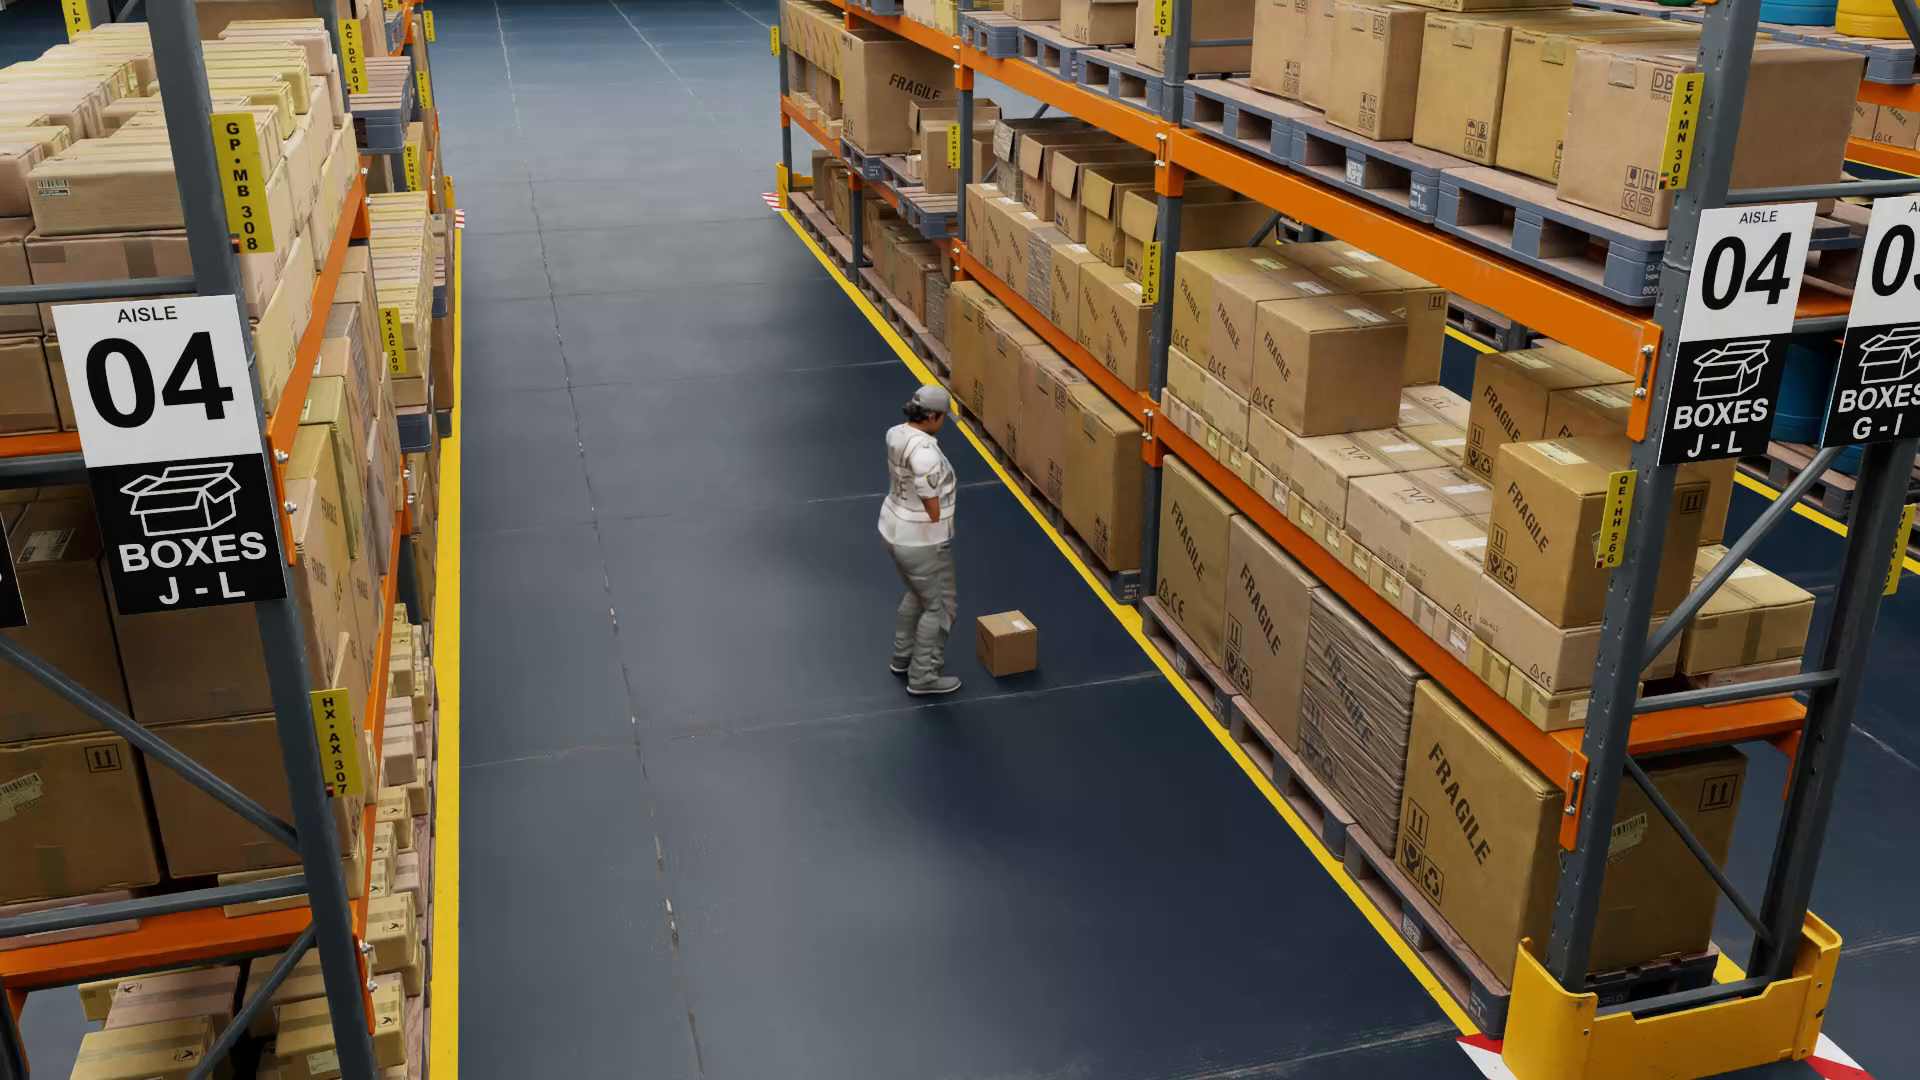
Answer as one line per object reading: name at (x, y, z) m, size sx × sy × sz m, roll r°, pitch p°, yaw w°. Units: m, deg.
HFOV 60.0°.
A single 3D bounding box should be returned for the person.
person at (-0.200, -0.010, 8.660) m, size 0.429 × 1.643 × 0.483 m, roll -9°, pitch 25°, yaw -19°
